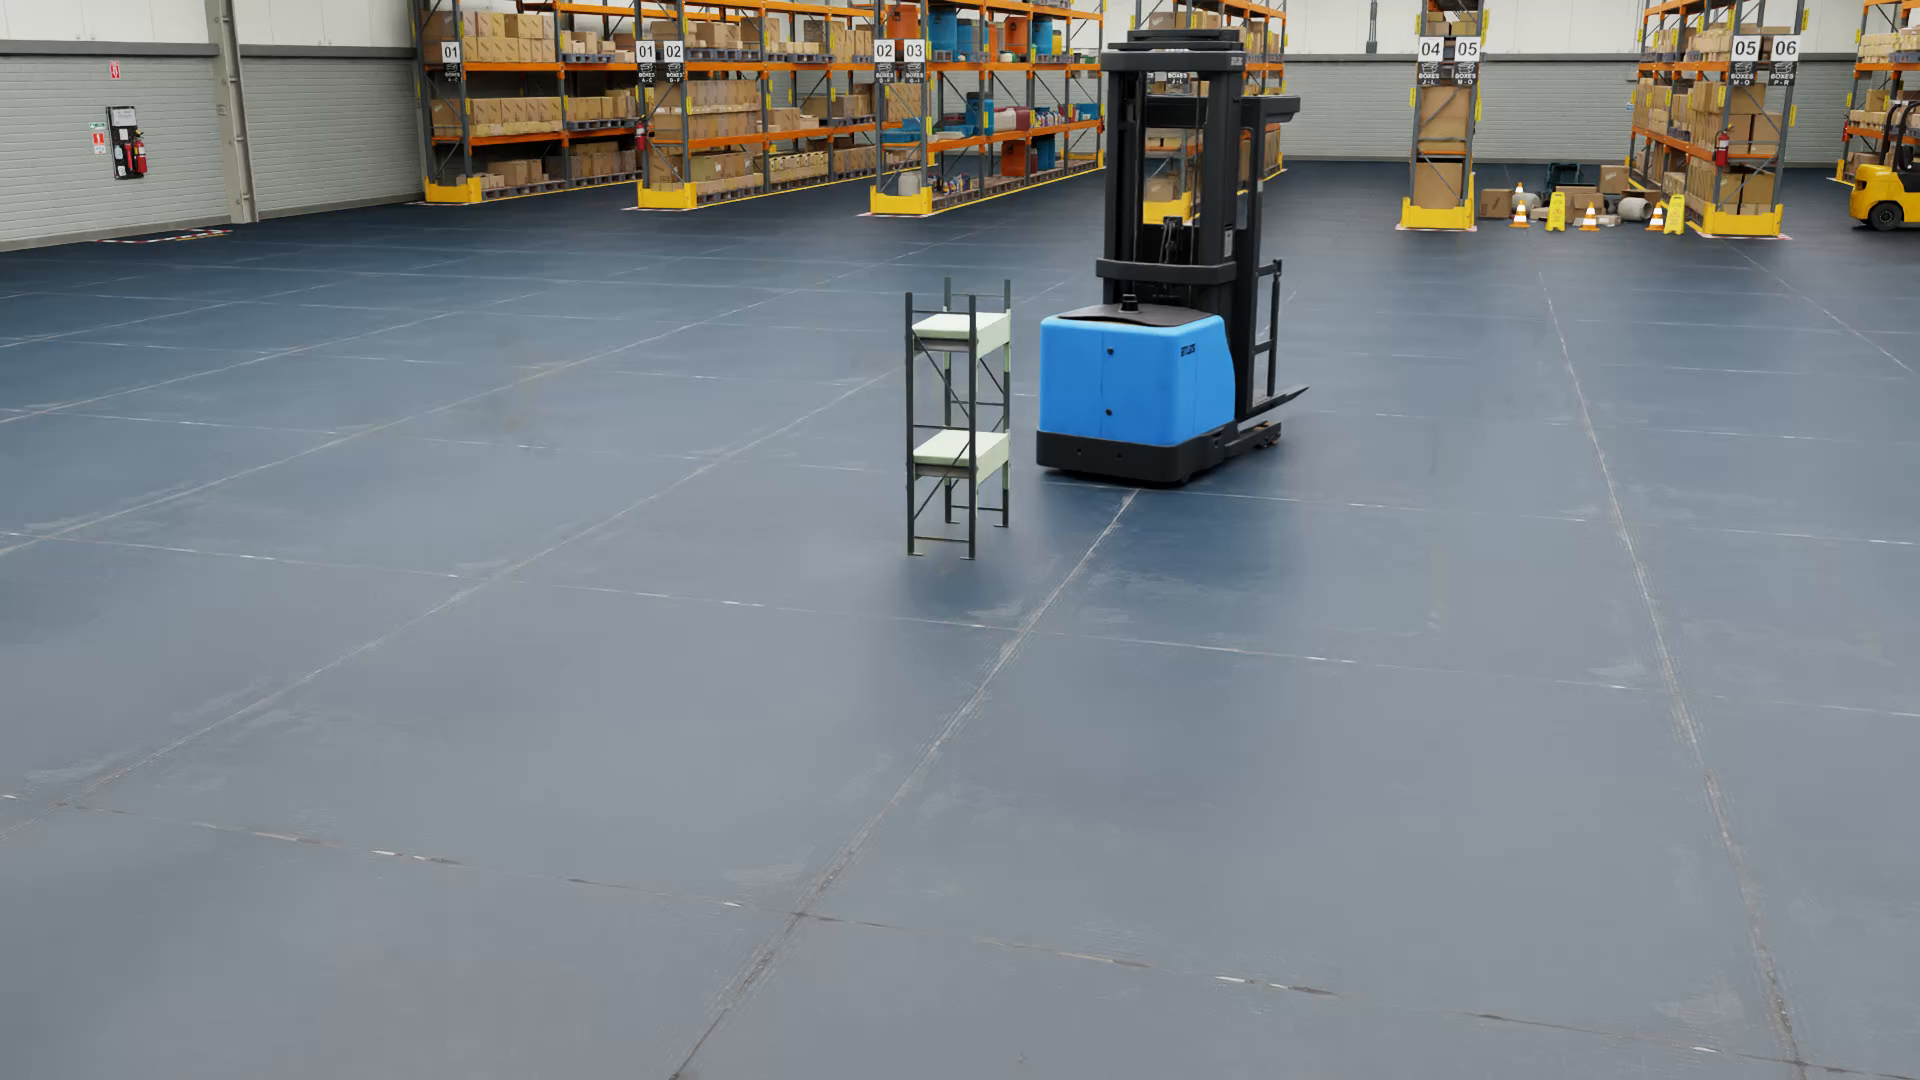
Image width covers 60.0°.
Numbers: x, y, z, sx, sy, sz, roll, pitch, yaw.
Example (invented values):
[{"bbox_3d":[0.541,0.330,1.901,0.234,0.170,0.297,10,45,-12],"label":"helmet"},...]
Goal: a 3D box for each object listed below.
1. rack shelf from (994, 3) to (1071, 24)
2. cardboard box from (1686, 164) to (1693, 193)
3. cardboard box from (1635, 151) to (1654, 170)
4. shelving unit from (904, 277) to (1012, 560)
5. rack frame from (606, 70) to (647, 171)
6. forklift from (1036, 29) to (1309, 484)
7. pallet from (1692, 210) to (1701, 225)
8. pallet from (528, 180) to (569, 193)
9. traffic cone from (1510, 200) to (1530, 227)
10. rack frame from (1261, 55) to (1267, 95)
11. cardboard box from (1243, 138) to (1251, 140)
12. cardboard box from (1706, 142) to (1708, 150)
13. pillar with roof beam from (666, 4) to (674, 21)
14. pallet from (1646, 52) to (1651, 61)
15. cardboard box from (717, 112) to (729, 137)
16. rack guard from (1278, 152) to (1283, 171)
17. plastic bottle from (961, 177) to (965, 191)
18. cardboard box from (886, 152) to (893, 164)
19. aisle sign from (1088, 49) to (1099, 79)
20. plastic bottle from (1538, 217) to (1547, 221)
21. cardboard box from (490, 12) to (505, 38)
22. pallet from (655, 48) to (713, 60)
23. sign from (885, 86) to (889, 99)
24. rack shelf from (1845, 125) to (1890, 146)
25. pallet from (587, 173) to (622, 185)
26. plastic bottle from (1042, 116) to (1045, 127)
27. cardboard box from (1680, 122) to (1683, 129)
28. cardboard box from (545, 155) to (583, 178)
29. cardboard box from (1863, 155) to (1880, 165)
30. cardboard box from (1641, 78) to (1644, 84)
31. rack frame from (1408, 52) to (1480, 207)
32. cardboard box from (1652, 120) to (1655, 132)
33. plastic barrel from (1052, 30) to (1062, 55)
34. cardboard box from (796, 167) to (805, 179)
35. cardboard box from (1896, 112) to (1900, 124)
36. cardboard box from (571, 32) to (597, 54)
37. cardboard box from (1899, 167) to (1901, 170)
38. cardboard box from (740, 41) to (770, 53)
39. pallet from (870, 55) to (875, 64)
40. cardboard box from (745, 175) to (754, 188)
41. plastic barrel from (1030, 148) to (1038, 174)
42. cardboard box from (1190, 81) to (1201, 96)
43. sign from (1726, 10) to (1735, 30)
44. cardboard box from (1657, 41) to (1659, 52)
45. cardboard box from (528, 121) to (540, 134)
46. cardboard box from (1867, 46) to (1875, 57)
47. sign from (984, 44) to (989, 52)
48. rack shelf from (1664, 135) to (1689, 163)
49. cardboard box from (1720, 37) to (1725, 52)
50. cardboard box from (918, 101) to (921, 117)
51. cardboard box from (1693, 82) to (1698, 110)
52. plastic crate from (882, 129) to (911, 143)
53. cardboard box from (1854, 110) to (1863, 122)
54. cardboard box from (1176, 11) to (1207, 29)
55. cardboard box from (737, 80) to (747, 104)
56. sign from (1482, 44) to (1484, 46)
[{"bbox_3d":[1.729,-12.706,40.185,1.077,0.370,4.000,5,16,16],"label":"rack shelf"},{"bbox_3d":[13.847,-6.742,30.999,0.500,0.500,0.500,5,17,19],"label":"cardboard box"},{"bbox_3d":[17.592,-9.564,41.978,0.875,0.438,0.875,4,16,14],"label":"cardboard box"},{"bbox_3d":[-0.002,-0.720,9.619,0.431,1.500,0.755,5,16,16],"label":"shelving unit"},{"bbox_3d":[-8.338,-10.603,41.715,1.000,3.000,0.127,5,16,16],"label":"rack frame"},{"bbox_3d":[1.727,-2.133,11.980,1.130,2.935,3.031,10,18,30],"label":"forklift"},{"bbox_3d":[13.772,-5.796,29.876,1.003,0.211,1.213,5,16,16],"label":"pallet"},{"bbox_3d":[-9.632,-8.037,37.777,1.003,0.211,1.213,5,16,16],"label":"pallet"},{"bbox_3d":[9.875,-5.755,29.272,0.336,0.463,0.334,5,16,16],"label":"traffic cone"},{"bbox_3d":[7.046,-10.497,41.342,1.000,3.000,0.127,5,16,16],"label":"rack frame"},{"bbox_3d":[6.386,-9.042,39.336,1.225,0.875,0.875,5,16,16],"label":"cardboard box"},{"bbox_3d":[13.335,-6.923,29.201,0.380,0.149,0.250,4,16,15],"label":"cardboard box"},{"bbox_3d":[-3.704,-14.452,44.291,9.100,9.000,0.400,5,16,16],"label":"pillar with roof beam"},{"bbox_3d":[17.139,-11.661,40.109,1.003,0.211,1.213,5,16,16],"label":"pallet"},{"bbox_3d":[-5.279,-8.702,34.827,0.700,0.500,0.500,5,17,18],"label":"cardboard box"},{"bbox_3d":[8.190,-10.348,45.395,1.175,0.500,0.348,5,16,16],"label":"rack guard"},{"bbox_3d":[0.056,-7.406,34.616,0.061,0.283,0.133,6,17,20],"label":"plastic bottle"},{"bbox_3d":[-2.124,-10.278,44.689,0.500,0.311,0.500,5,16,16],"label":"cardboard box"},{"bbox_3d":[3.735,-13.175,46.017,0.394,0.787,0.004,5,16,16],"label":"aisle sign"},{"bbox_3d":[10.669,-5.869,30.408,0.133,0.061,0.283,-1,16,-3],"label":"plastic bottle"},{"bbox_3d":[-9.943,-10.836,34.987,0.500,0.500,0.500,5,17,17],"label":"cardboard box"},{"bbox_3d":[-5.635,-9.711,33.233,1.003,0.211,1.213,5,16,16],"label":"pallet"},{"bbox_3d":[-1.918,-11.781,43.747,0.100,0.325,0.005,5,16,16],"label":"sign"},{"bbox_3d":[21.876,-9.522,39.222,1.077,0.370,4.000,5,16,16],"label":"rack shelf"},{"bbox_3d":[-8.910,-8.739,40.254,1.003,0.211,1.213,5,16,16],"label":"pallet"},{"bbox_3d":[1.988,-10.226,40.613,0.152,0.276,0.135,5,16,16],"label":"plastic bottle"},{"bbox_3d":[14.814,-8.414,33.688,0.380,0.149,0.250,6,17,19],"label":"cardboard box"},{"bbox_3d":[-9.282,-8.760,38.990,0.700,0.500,0.500,5,17,18],"label":"cardboard box"},{"bbox_3d":[21.604,-8.746,38.979,0.700,0.500,0.500,4,16,14],"label":"cardboard box"},{"bbox_3d":[17.070,-11.342,41.114,0.380,0.149,0.250,4,16,14],"label":"cardboard box"},{"bbox_3d":[8.363,-6.947,28.824,1.000,3.000,0.127,5,16,16],"label":"rack frame"},{"bbox_3d":[15.863,-9.294,37.373,0.500,0.250,0.500,4,16,15],"label":"cardboard box"},{"bbox_3d":[2.232,-12.363,41.306,0.600,0.588,0.600,0,16,0],"label":"plastic barrel"},{"bbox_3d":[-3.936,-8.541,38.715,0.500,0.250,0.500,5,17,17],"label":"cardboard box"},{"bbox_3d":[20.545,-9.149,36.063,0.396,0.266,0.258,5,17,19],"label":"cardboard box"},{"bbox_3d":[-8.892,-11.709,39.165,0.500,0.500,0.500,4,16,14],"label":"cardboard box"},{"bbox_3d":[20.513,-7.830,35.748,0.500,0.500,0.500,4,16,14],"label":"cardboard box"},{"bbox_3d":[-4.540,-10.907,36.794,0.500,0.250,0.500,6,17,22],"label":"cardboard box"},{"bbox_3d":[-2.703,-12.454,43.088,1.213,0.211,1.003,5,16,16],"label":"pallet"},{"bbox_3d":[-4.798,-7.784,36.047,0.500,0.250,0.500,5,16,16],"label":"cardboard box"},{"bbox_3d":[1.604,-9.302,40.776,0.600,0.588,0.708,5,16,16],"label":"plastic barrel"},{"bbox_3d":[4.202,-8.283,30.975,0.500,0.500,0.500,5,16,16],"label":"cardboard box"},{"bbox_3d":[12.611,-8.507,27.204,0.100,0.325,0.005,5,16,16],"label":"sign"},{"bbox_3d":[16.070,-11.206,37.818,0.396,0.266,0.258,4,16,15],"label":"cardboard box"},{"bbox_3d":[-9.596,-9.084,36.598,0.500,0.250,0.500,5,16,16],"label":"cardboard box"},{"bbox_3d":[21.774,-11.543,39.261,0.500,0.250,0.500,4,16,14],"label":"cardboard box"},{"bbox_3d":[0.548,-10.190,34.746,0.100,0.325,0.005,5,16,16],"label":"sign"},{"bbox_3d":[14.842,-7.813,33.196,1.077,0.370,4.000,5,16,16],"label":"rack shelf"},{"bbox_3d":[13.181,-8.389,28.140,0.500,0.250,0.500,4,16,15],"label":"cardboard box"},{"bbox_3d":[-1.324,-12.087,46.763,0.500,0.500,0.500,5,17,16],"label":"cardboard box"},{"bbox_3d":[13.775,-8.078,30.251,0.700,0.500,0.500,5,17,16],"label":"cardboard box"},{"bbox_3d":[-1.258,-7.825,32.191,0.499,0.251,0.616,5,16,16],"label":"plastic crate"},{"bbox_3d":[21.914,-10.233,40.138,0.500,0.250,0.500,5,17,16],"label":"cardboard box"},{"bbox_3d":[4.317,-9.600,31.037,0.500,0.500,0.500,5,16,16],"label":"cardboard box"},{"bbox_3d":[-4.987,-9.597,35.607,0.700,0.500,0.500,5,16,16],"label":"cardboard box"},{"bbox_3d":[11.166,-10.725,35.553,0.100,0.325,0.005,5,16,16],"label":"sign"}]
